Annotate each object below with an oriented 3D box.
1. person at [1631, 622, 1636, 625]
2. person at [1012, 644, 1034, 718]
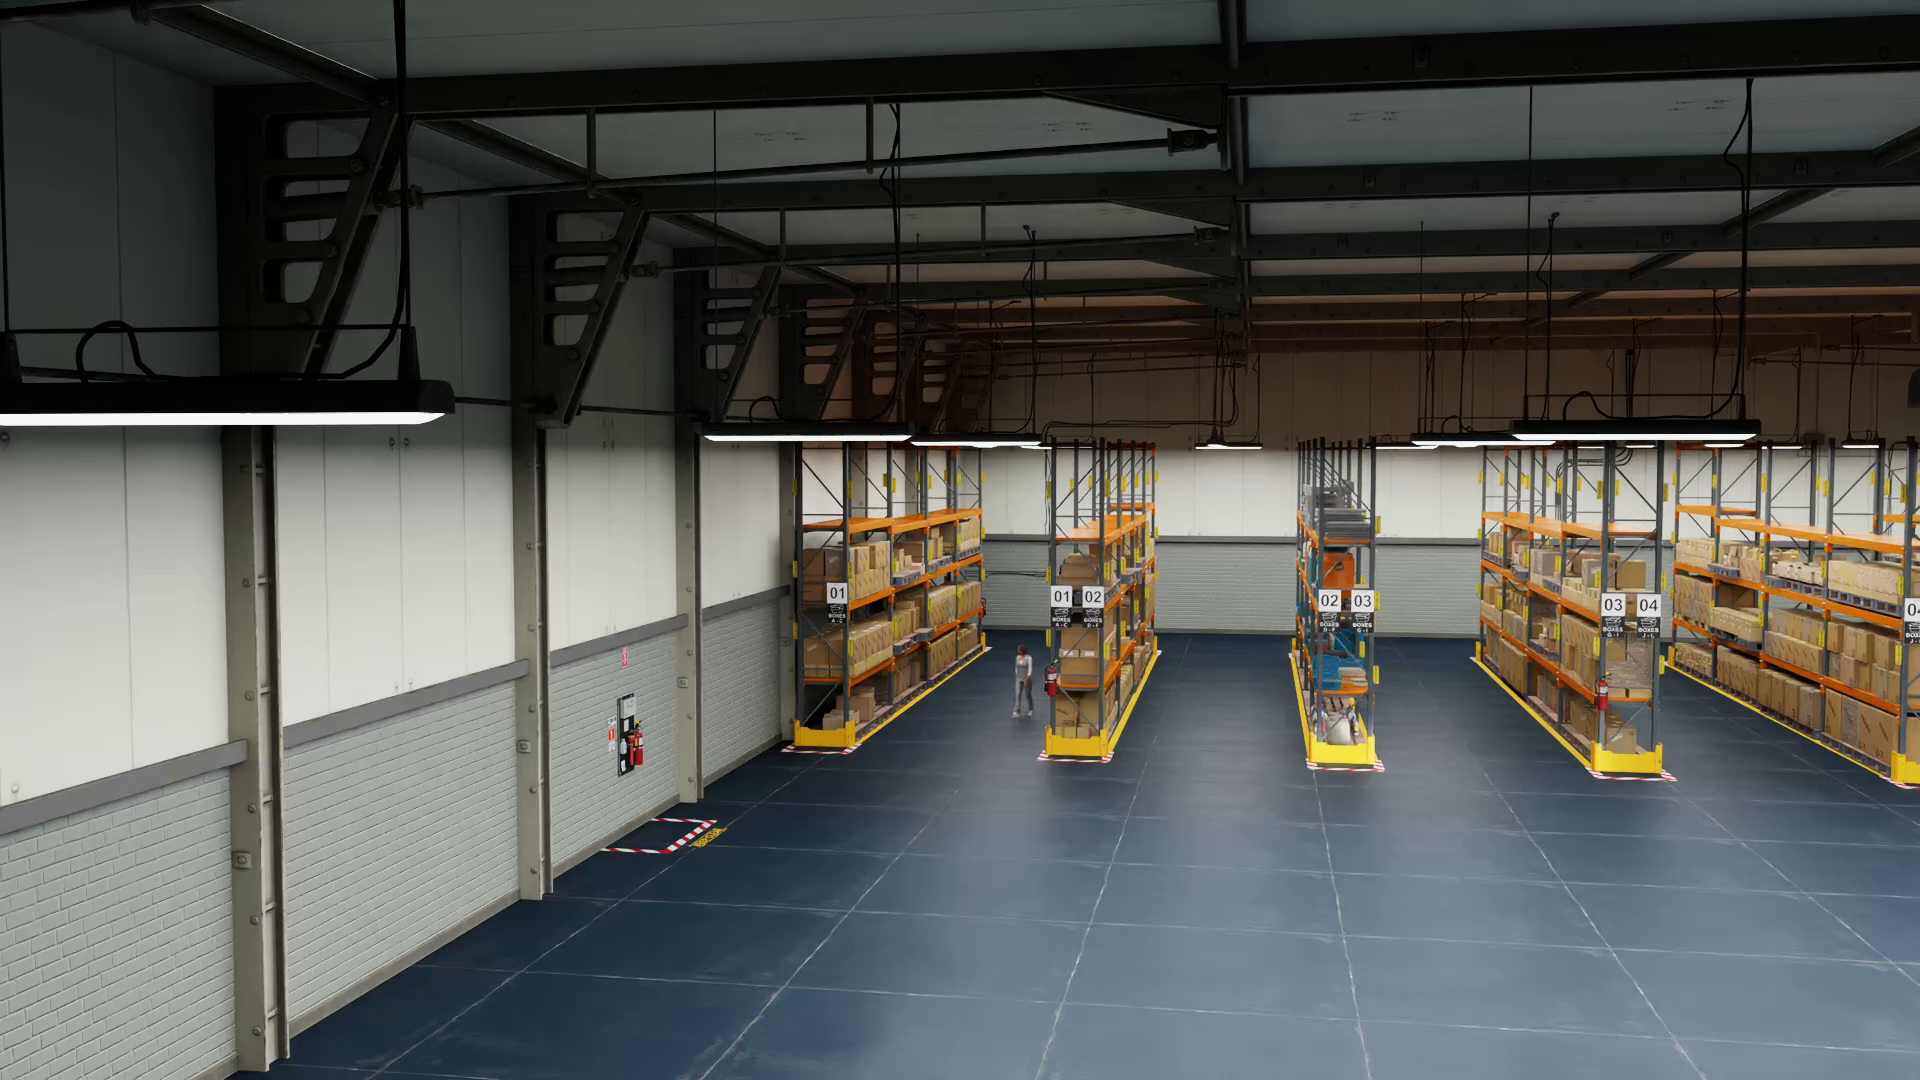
[{"bbox_3d":[18.093,2.456,44.964,0.714,1.728,1.101,1,3,19],"label":"person"},{"bbox_3d":[1.341,3.031,35.734,0.438,1.560,0.905,1,3,26],"label":"person"}]
